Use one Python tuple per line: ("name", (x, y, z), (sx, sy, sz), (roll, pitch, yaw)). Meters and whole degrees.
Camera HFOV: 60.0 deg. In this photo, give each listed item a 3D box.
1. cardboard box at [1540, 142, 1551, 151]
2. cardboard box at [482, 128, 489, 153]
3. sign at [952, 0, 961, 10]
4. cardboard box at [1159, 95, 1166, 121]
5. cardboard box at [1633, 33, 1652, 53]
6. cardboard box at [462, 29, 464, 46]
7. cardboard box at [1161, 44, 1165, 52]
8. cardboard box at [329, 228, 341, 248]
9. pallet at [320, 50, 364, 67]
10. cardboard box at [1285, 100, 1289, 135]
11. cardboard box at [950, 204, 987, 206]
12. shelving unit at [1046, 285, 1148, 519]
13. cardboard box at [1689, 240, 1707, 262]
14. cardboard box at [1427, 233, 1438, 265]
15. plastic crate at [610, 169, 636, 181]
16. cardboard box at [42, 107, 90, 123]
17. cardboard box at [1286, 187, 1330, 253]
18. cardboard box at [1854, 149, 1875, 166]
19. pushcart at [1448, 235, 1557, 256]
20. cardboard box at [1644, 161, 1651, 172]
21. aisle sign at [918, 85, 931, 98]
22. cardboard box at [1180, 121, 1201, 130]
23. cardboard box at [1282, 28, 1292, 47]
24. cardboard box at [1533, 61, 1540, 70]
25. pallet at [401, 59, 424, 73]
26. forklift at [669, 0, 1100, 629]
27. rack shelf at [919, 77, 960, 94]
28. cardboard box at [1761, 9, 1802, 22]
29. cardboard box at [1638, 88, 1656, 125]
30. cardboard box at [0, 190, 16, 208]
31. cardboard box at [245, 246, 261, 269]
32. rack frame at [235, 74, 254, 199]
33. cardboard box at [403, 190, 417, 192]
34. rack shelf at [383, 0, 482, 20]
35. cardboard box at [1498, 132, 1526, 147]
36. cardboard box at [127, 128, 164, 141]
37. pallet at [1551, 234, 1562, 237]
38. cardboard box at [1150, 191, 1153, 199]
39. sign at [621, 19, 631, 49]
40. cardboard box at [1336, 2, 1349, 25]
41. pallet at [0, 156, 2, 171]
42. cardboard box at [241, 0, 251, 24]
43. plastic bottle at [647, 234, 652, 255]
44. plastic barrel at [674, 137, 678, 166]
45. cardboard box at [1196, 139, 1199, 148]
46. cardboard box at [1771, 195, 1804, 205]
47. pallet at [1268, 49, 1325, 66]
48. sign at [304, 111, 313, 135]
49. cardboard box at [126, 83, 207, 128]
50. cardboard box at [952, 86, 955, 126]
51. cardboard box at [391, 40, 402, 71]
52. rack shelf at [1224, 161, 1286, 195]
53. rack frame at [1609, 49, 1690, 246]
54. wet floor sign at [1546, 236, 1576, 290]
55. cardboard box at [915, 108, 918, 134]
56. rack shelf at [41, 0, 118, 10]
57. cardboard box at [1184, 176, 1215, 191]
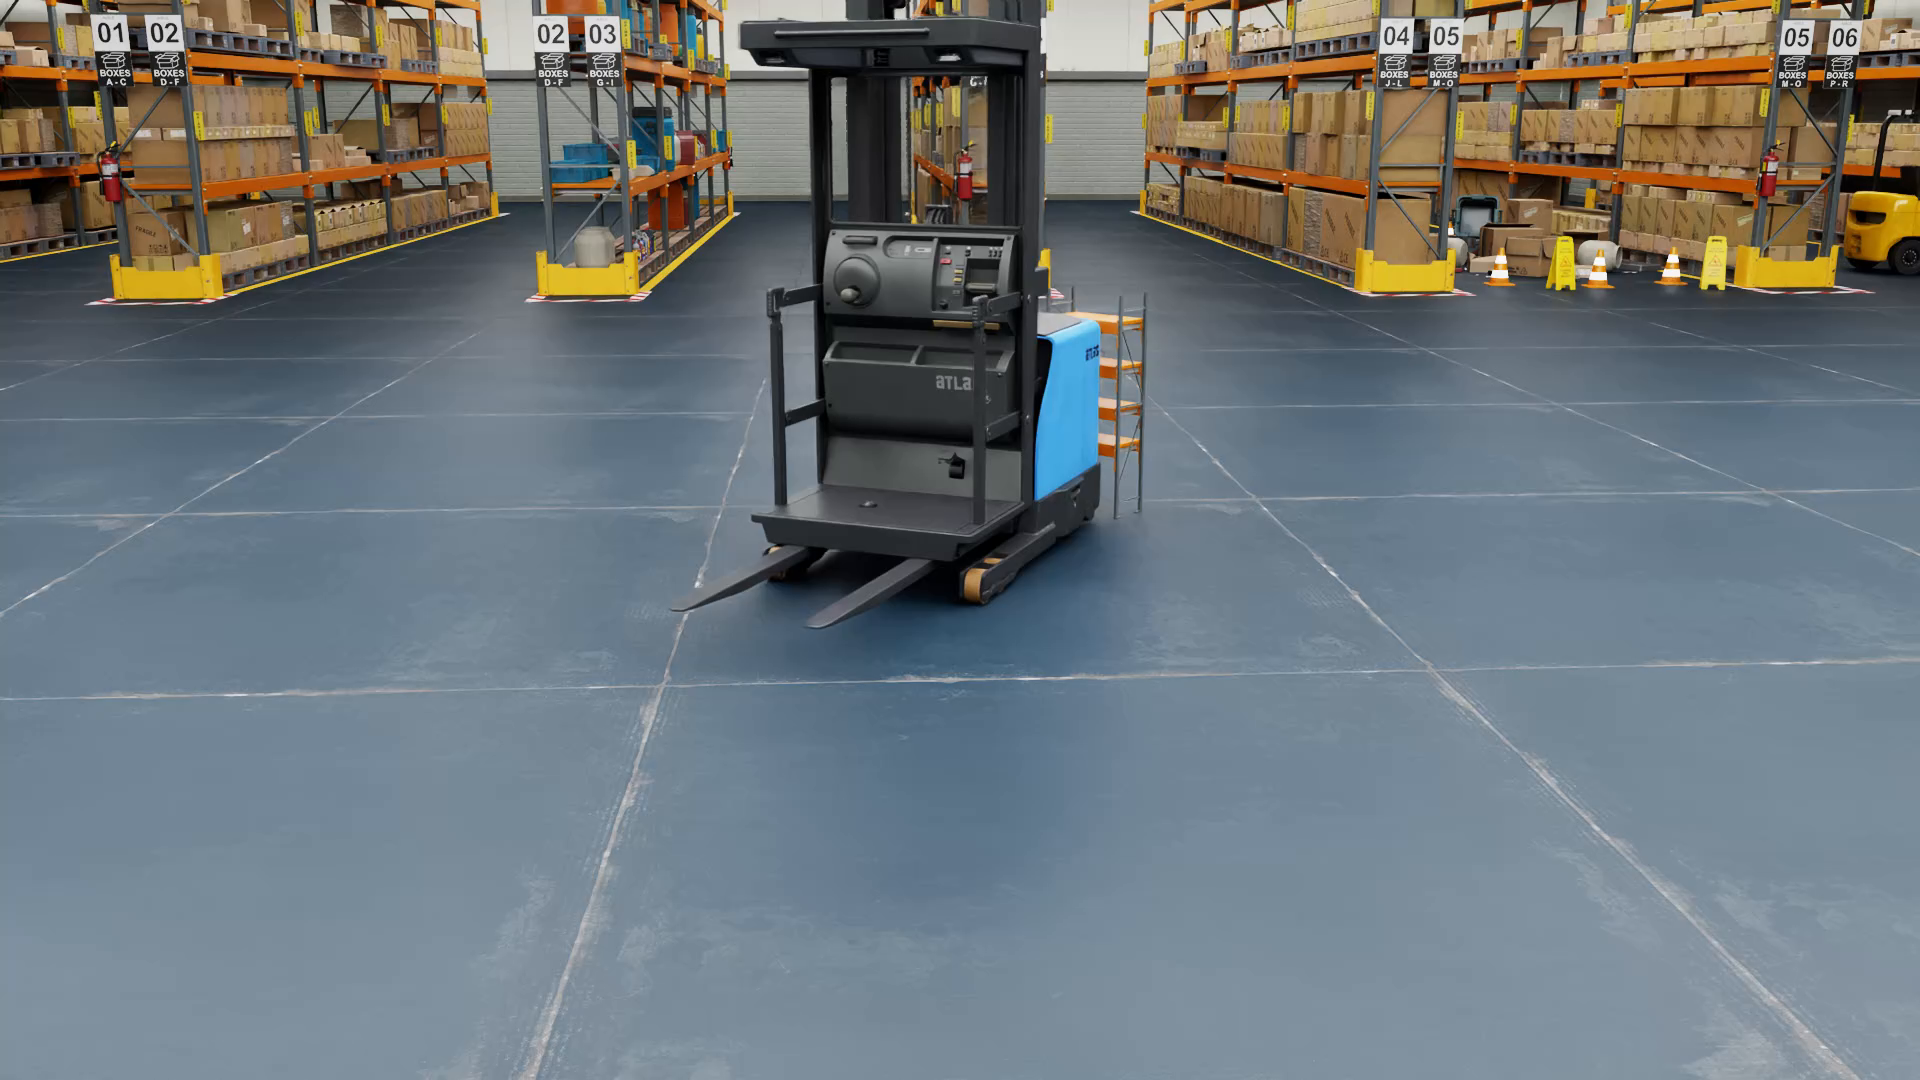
("cardboard box", (9.694, -6.422, 27.130), (0.380, 0.149, 0.250), (-1, 14, -3))
("cardboard box", (-10.066, -8.259, 34.404), (0.500, 0.500, 0.500), (0, 14, -2))
("sign", (-0.042, -6.368, 19.460), (0.100, 0.325, 0.005), (-1, 14, -3))
("cardboard box", (4.324, -8.700, 33.516), (0.500, 0.500, 0.500), (-1, 14, -5))
("cardboard box", (9.910, -7.048, 23.585), (0.500, 0.250, 0.500), (-1, 14, -5))
("cardboard box", (-10.371, -10.050, 33.338), (0.700, 0.500, 0.500), (-1, 14, -3))
("cardboard box", (4.270, -9.930, 33.577), (0.380, 0.149, 0.250), (0, 14, -2))
("cardboard box", (-9.430, -4.436, 24.423), (0.500, 0.250, 0.500), (-1, 14, -2))
("pallet", (-9.667, -7.244, 25.019), (1.003, 0.211, 1.213), (0, 14, -1))
("cardboard box", (5.185, -6.192, 24.367), (0.700, 0.500, 0.500), (-1, 14, -4))
("cardboard box", (0.168, -5.037, 26.218), (0.700, 0.500, 0.500), (0, 14, 1))
("shelving unit", (0.734, -0.758, 9.066), (0.503, 1.200, 0.258), (13, 19, 40))
("cardboard box", (10.061, -3.841, 22.110), (0.500, 0.250, 0.500), (-1, 14, -3))
("cardboard box", (6.342, -3.957, 22.897), (0.500, 0.500, 0.500), (2, 15, 6))
("plastic crate", (-4.165, -4.514, 20.578), (0.298, 0.136, 0.250), (-1, 14, -3))
("cardboard box", (-14.587, -6.940, 27.136), (0.500, 0.250, 0.500), (-1, 14, -2))
("cardboard box", (5.191, -4.553, 23.625), (0.875, 0.875, 0.875), (-1, 14, -3))
("cardboard box", (14.741, -6.141, 26.677), (0.500, 0.250, 0.500), (0, 14, -2))
("pushcart", (7.884, -4.320, 24.561), (1.648, 0.377, 0.936), (-6, 16, -23))
("cardboard box", (9.970, -5.305, 23.631), (0.380, 0.149, 0.250), (-1, 14, -4))
("aisle sign", (-0.782, -9.742, 35.151), (0.394, 0.787, 0.004), (-1, 14, -3))
("cardboard box", (4.315, -7.722, 30.985), (0.380, 0.149, 0.250), (0, 14, -2))
("cardboard box", (5.018, -7.342, 24.278), (0.500, 0.250, 0.500), (-1, 14, -3))
("cardboard box", (9.758, -7.883, 27.628), (0.380, 0.149, 0.250), (-1, 14, -3))
("pallet", (-10.080, -8.263, 28.979), (1.213, 0.211, 1.003), (-1, 14, -3))
("forklift", (-0.274, -1.250, 7.501), (1.130, 2.935, 3.031), (6, 16, 21))
("rack shelf", (-0.107, -8.082, 29.340), (1.077, 0.370, 4.000), (-1, 14, -3))
("cardboard box", (10.088, -6.440, 20.420), (0.380, 0.149, 0.250), (-1, 14, -3))
("cardboard box", (9.977, -6.075, 23.312), (0.700, 0.500, 0.500), (-1, 14, -3))
("cardboard box", (-14.708, -5.167, 25.218), (0.500, 0.250, 0.500), (-1, 14, -4))
("cardboard box", (-9.251, -3.595, 21.156), (0.500, 0.250, 0.500), (-1, 14, -3))
("rack frame", (-15.310, -8.240, 34.532), (1.000, 3.000, 0.127), (-1, 14, -3))
("cardboard box", (-10.331, -6.201, 30.741), (0.500, 0.500, 0.500), (-2, 15, -6))
("rack shelf", (-10.242, -10.375, 32.242), (1.077, 0.370, 4.000), (-1, 14, -3))
("cardboard box", (9.625, -6.919, 28.695), (0.500, 0.250, 0.500), (-1, 14, -4))
("cardboard box", (-9.588, -4.793, 19.632), (0.380, 0.149, 0.250), (-1, 14, -4))
("pallet", (10.028, -4.785, 26.701), (1.003, 0.211, 1.213), (-1, 14, -3))
("cardboard box", (4.215, -7.284, 35.100), (0.380, 0.149, 0.250), (-1, 14, -4))
("sign", (-3.881, -5.878, 19.315), (0.100, 0.325, 0.005), (-1, 14, -3))
("cardboard box", (5.100, -6.684, 21.126), (0.500, 0.250, 0.500), (-1, 14, -4))
("pallet", (-14.468, -5.355, 23.704), (1.003, 0.211, 1.213), (-1, 14, -3))
("cardboard box", (-9.854, -6.976, 22.275), (0.500, 0.500, 0.500), (0, 14, 1))
("plastic bottle", (-4.287, -4.063, 22.865), (0.061, 0.283, 0.133), (0, 14, 0))
("plastic barrel", (-4.623, -6.100, 25.991), (0.421, 0.512, 0.421), (0, 14, 0))
("cardboard box", (4.410, -7.048, 29.559), (0.380, 0.149, 0.250), (0, 14, -2))
("cardboard box", (14.621, -5.805, 29.242), (0.500, 0.500, 0.500), (0, 14, -2))
("pallet", (5.116, -7.124, 24.558), (0.805, 0.209, 1.217), (-1, 15, -6))
("sign", (-9.069, -5.800, 23.151), (0.100, 0.325, 0.005), (-1, 14, -3))
("cardboard box", (-9.394, -5.144, 19.697), (0.700, 0.500, 0.500), (-1, 14, -3))
("cardboard box", (0.167, -5.549, 21.267), (0.500, 0.500, 0.500), (-1, 14, -3))
("cardboard box", (-9.995, -8.193, 28.129), (0.910, 0.500, 0.500), (-1, 14, -3))
("rack shelf", (5.098, -5.685, 26.047), (1.077, 0.370, 4.000), (-1, 14, -3))
("rack frame", (10.156, -5.638, 24.419), (1.000, 3.000, 0.127), (-1, 14, -3))
("wet floor sign", (7.448, -3.425, 20.542), (0.267, 0.644, 0.232), (-3, 15, -13))
("cardboard box", (-0.649, -8.527, 33.848), (0.500, 0.500, 0.500), (-1, 14, -5))
("rack shelf", (-14.938, -9.111, 28.125), (1.077, 0.370, 4.000), (-1, 14, -3))
("cardboard box", (4.508, -6.694, 31.193), (0.500, 0.250, 0.500), (-2, 15, -6))
